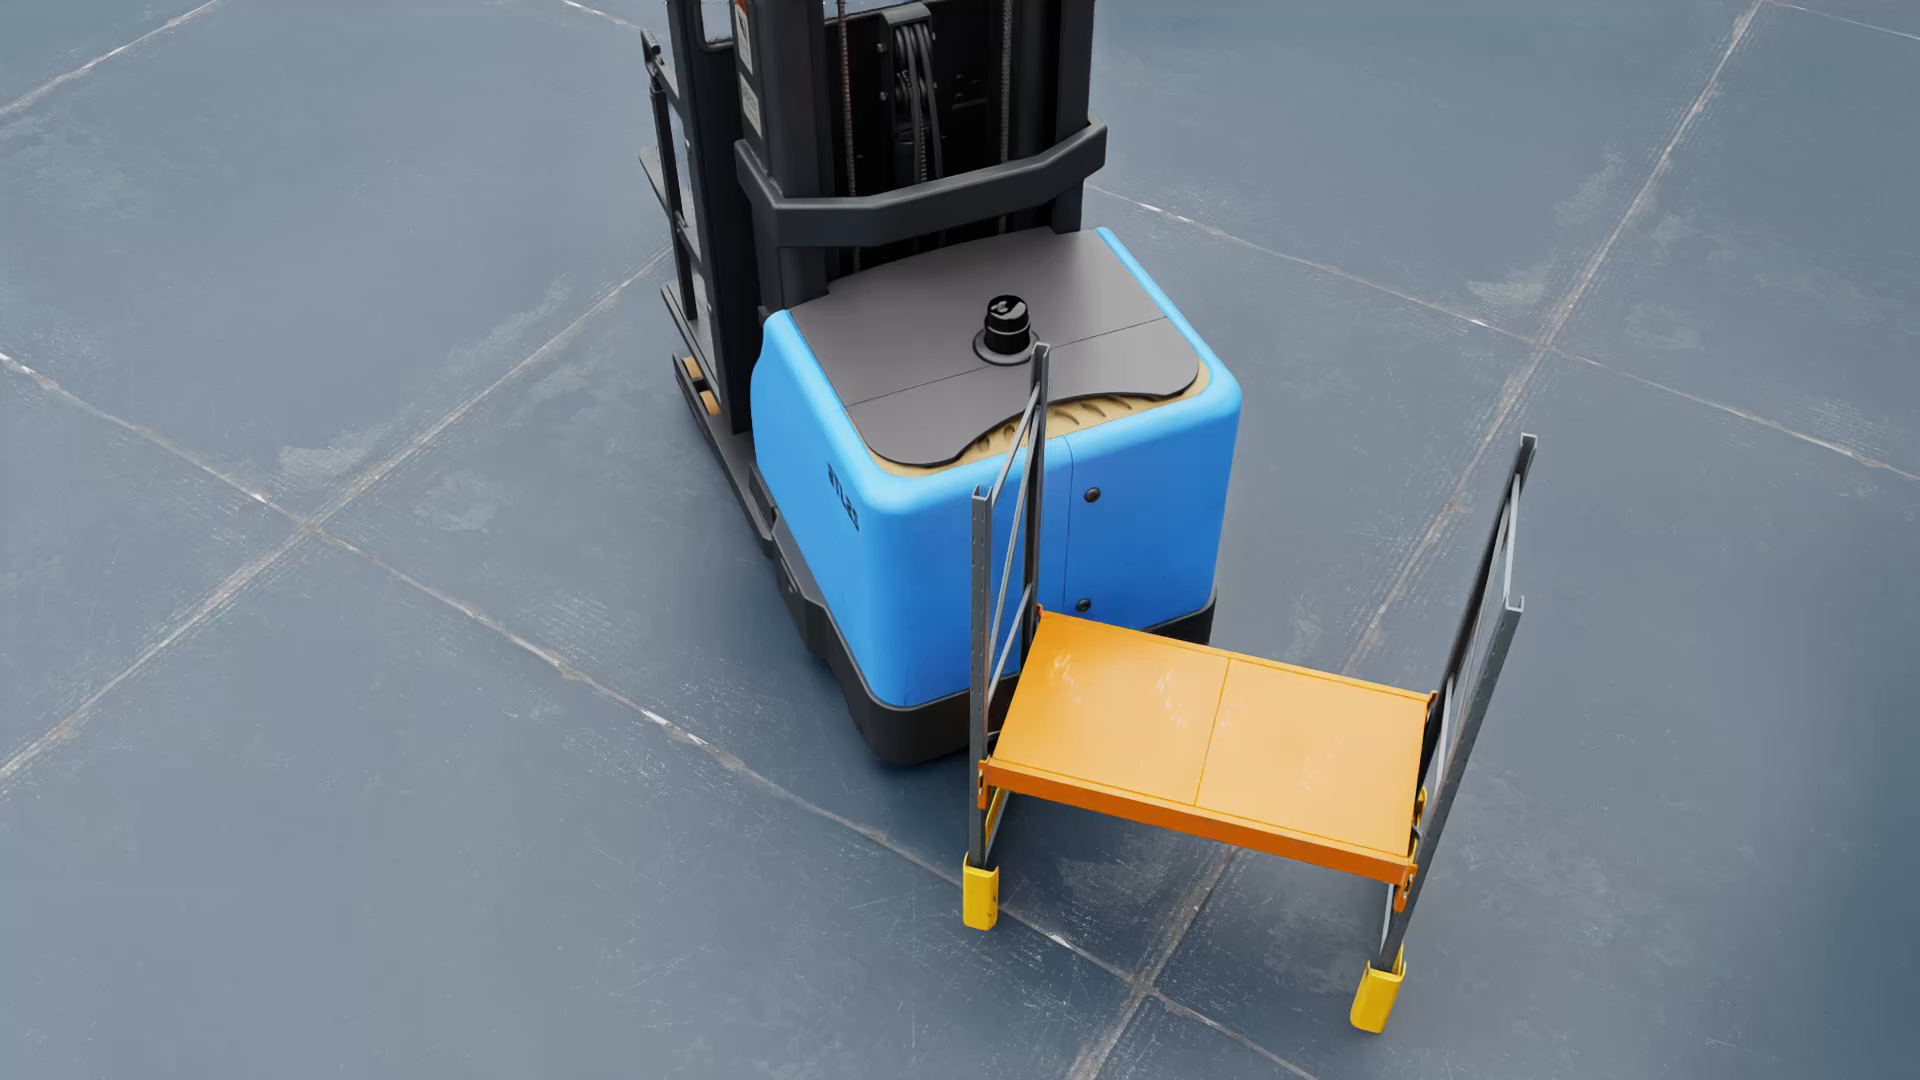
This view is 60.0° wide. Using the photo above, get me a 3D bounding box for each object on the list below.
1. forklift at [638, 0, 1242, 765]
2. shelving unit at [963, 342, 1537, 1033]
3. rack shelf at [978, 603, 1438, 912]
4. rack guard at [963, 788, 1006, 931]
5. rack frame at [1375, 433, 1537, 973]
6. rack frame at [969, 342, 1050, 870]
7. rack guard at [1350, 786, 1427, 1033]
[{"bbox_3d":[-0.326,-1.476,4.641,1.130,2.935,3.031,-17,48,-16],"label":"forklift"},{"bbox_3d":[0.604,0.377,3.838,1.083,1.500,0.587,12,47,11],"label":"shelving unit"},{"bbox_3d":[0.595,0.501,3.968,1.000,0.185,0.538,12,47,11],"label":"rack shelf"},{"bbox_3d":[0.126,0.711,4.385,0.087,0.250,0.587,12,47,11],"label":"rack guard"},{"bbox_3d":[1.082,0.480,3.738,0.032,1.500,0.500,12,47,11],"label":"rack frame"},{"bbox_3d":[0.108,0.271,3.941,0.032,1.500,0.500,12,47,11],"label":"rack frame"},{"bbox_3d":[1.081,0.915,4.187,0.087,0.250,0.587,12,47,11],"label":"rack guard"}]
